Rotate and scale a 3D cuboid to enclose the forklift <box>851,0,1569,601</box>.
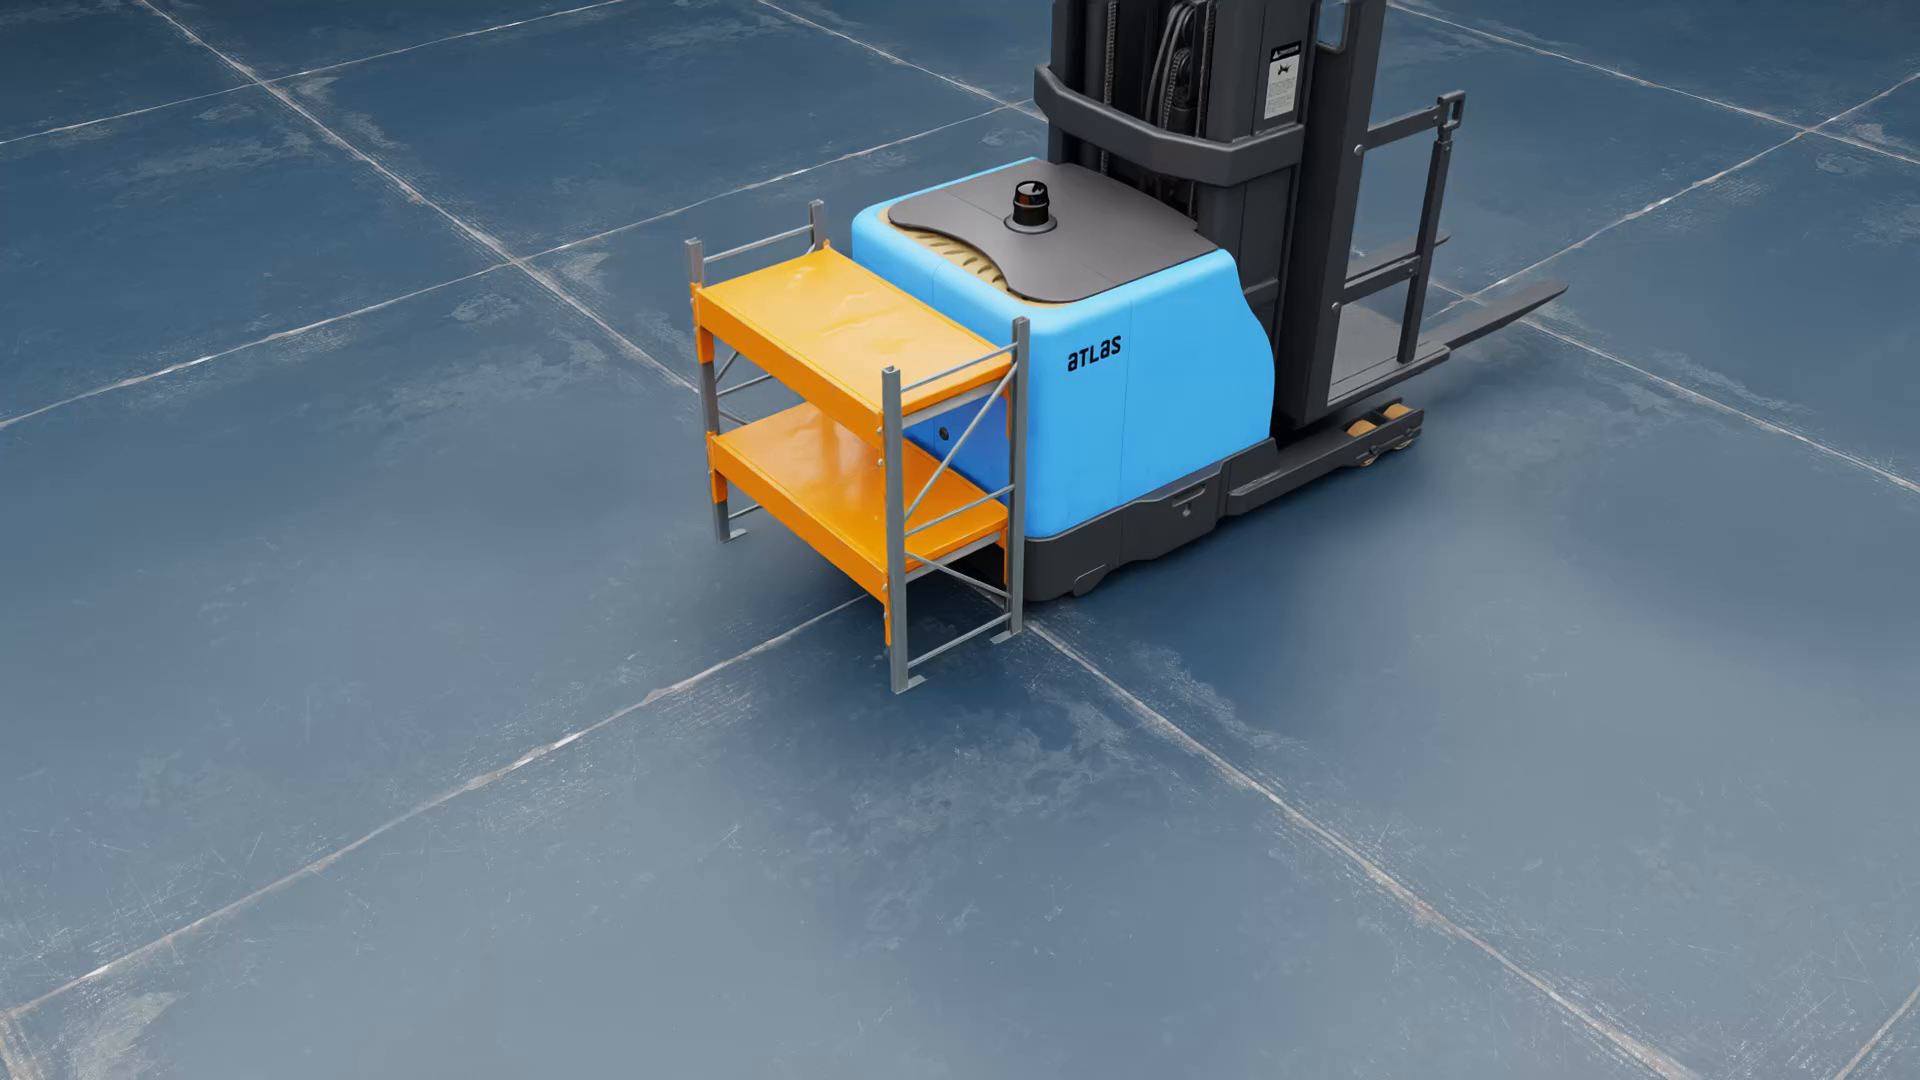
[{"bbox_3d":[1.109,-1.688,5.597,3.031,2.935,1.130,-24,42,-30],"label":"forklift"}]

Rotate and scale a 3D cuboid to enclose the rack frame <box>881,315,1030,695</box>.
[{"bbox_3d":[-0.006,-0.081,4.891,0.500,1.125,0.032,-25,42,-31],"label":"rack frame"}]

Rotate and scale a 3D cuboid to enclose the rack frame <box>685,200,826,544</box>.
[{"bbox_3d":[-0.640,-0.541,5.540,0.500,1.125,0.032,-25,42,-31],"label":"rack frame"}]

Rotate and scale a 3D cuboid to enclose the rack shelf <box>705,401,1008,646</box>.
[{"bbox_3d":[-0.323,-0.111,5.357,0.538,0.278,1.000,-25,42,-31],"label":"rack shelf"}]

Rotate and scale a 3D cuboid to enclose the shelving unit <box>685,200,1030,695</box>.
[{"bbox_3d":[-0.323,-0.311,5.216,0.538,1.125,1.048,-25,42,-31],"label":"shelving unit"}]

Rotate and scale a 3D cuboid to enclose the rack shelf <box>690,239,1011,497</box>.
[{"bbox_3d":[-0.323,-0.550,5.046,0.538,0.278,1.000,-25,42,-31],"label":"rack shelf"}]
